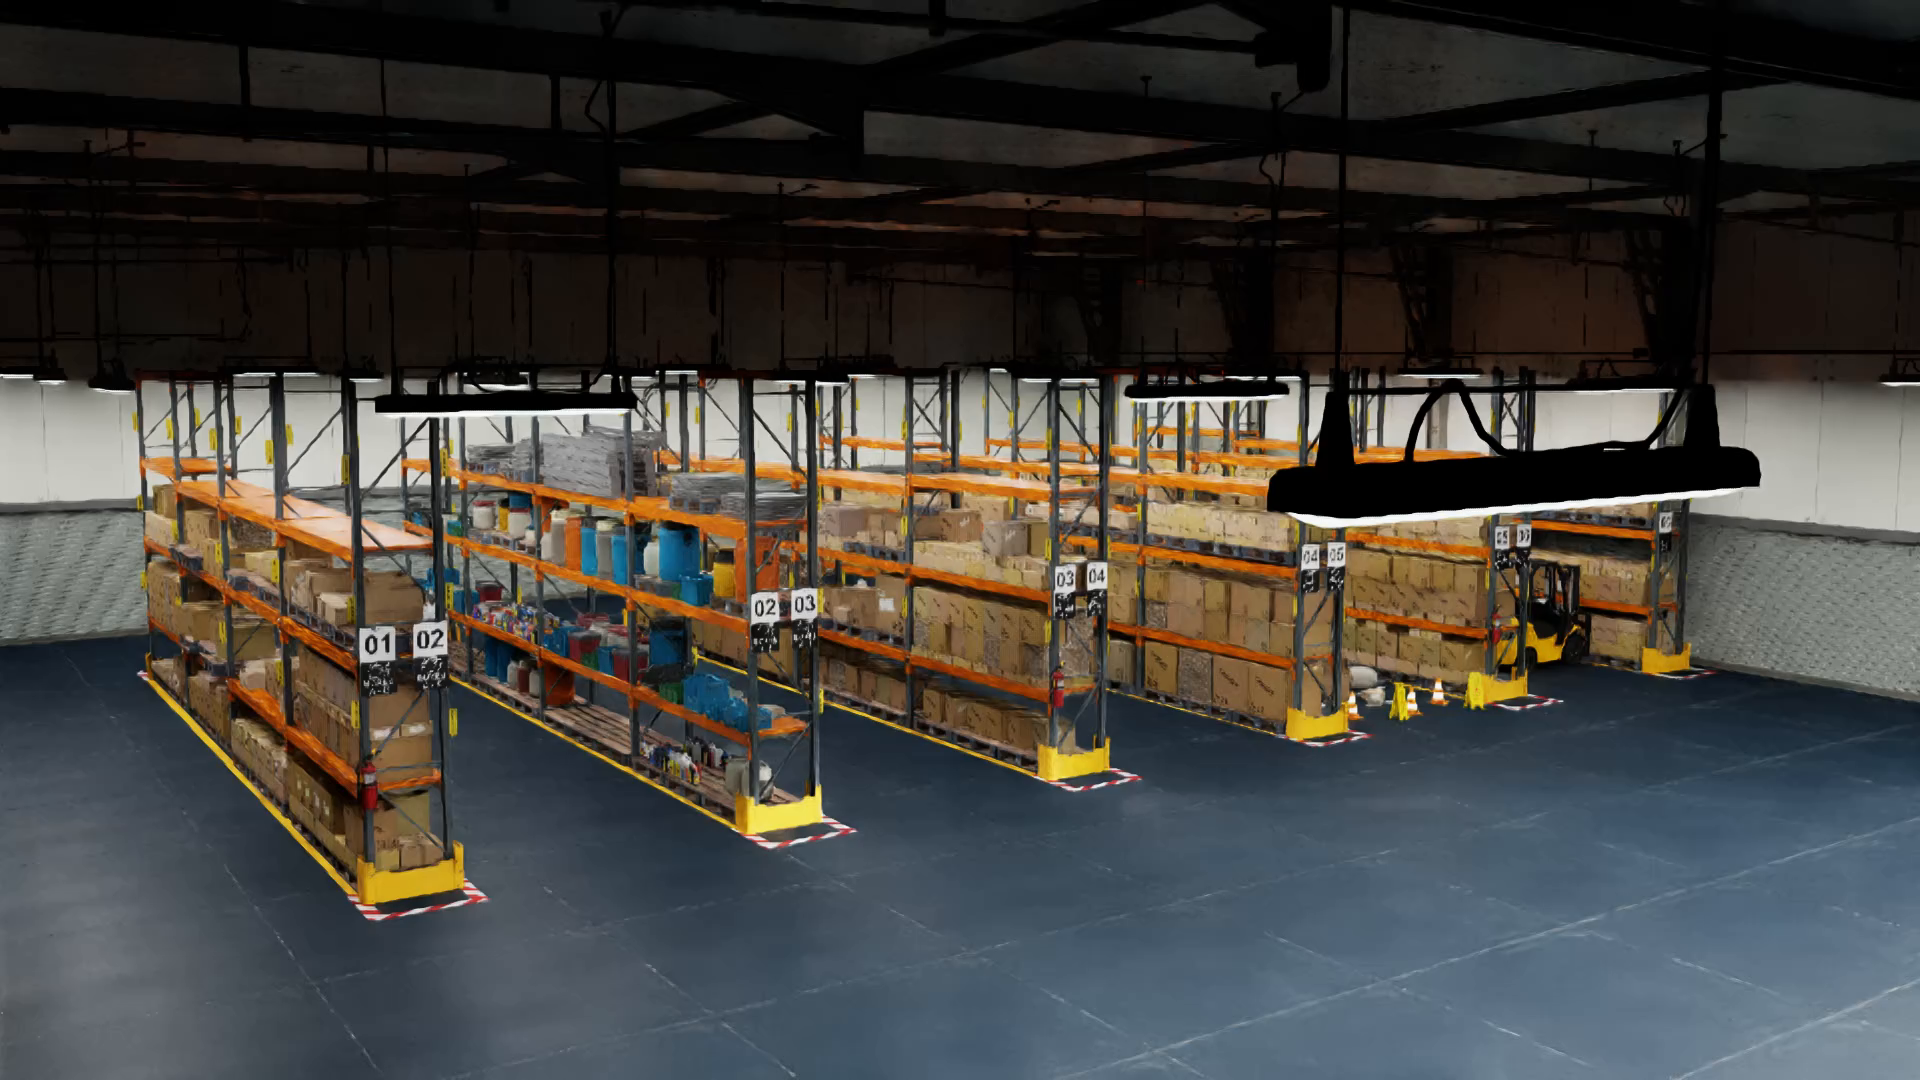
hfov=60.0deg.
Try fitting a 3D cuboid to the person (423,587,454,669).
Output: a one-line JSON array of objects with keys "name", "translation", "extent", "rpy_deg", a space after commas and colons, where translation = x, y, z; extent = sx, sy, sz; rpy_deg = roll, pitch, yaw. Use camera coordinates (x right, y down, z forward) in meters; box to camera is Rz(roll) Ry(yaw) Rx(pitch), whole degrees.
[{"name": "person", "translation": [-10.227, 1.786, 32.525], "extent": [0.563, 1.768, 0.541], "rpy_deg": [1, 7, 12]}]

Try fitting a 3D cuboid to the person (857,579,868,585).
[{"name": "person", "translation": [-2.061, 1.643, 34.003], "extent": [0.702, 1.735, 0.549], "rpy_deg": [-4, 8, -35]}]
